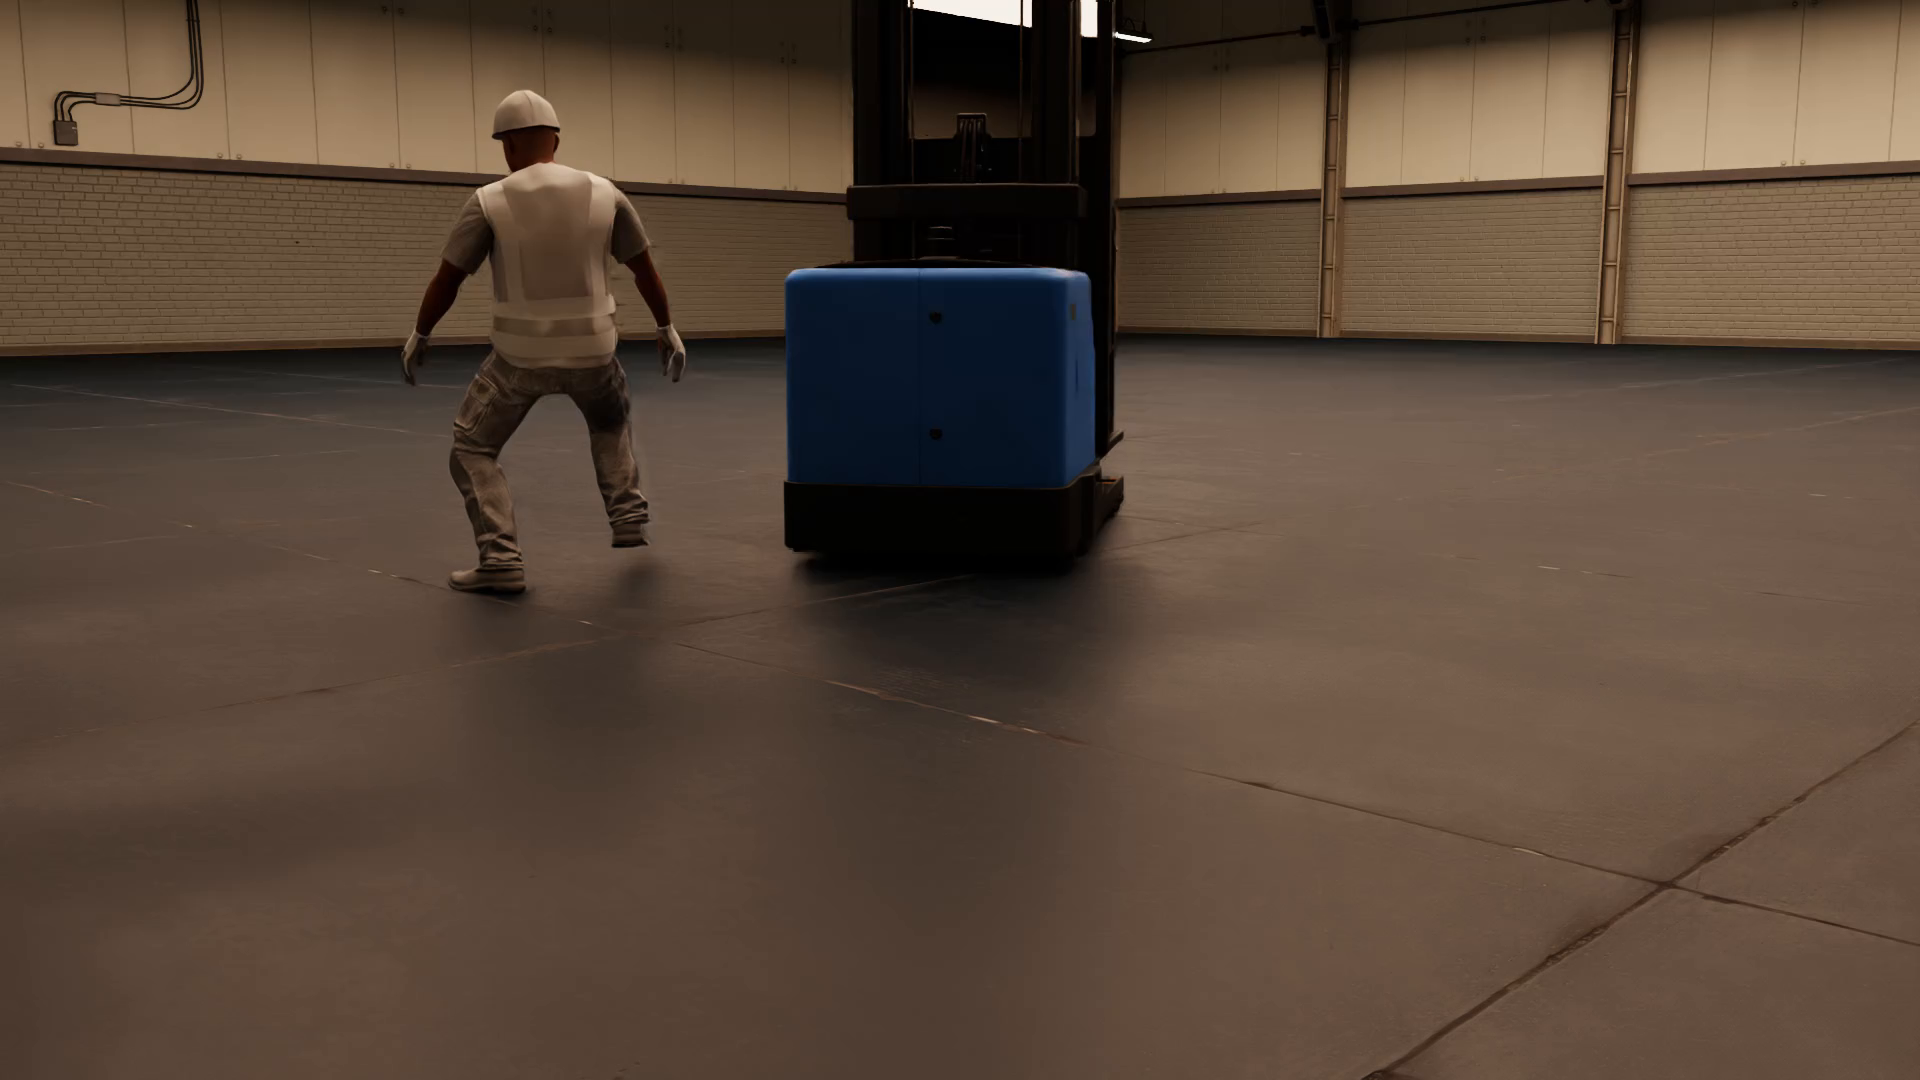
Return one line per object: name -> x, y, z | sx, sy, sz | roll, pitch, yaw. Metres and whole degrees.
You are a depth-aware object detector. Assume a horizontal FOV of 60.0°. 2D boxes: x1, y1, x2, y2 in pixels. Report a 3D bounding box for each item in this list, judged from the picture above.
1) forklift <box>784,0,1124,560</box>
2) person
forklift -> 0.140, -1.553, 7.188 | 1.130, 2.935, 3.031 | 2, 9, 11
person -> -1.427, -0.693, 5.759 | 0.957, 1.671, 0.573 | -4, 9, -25
